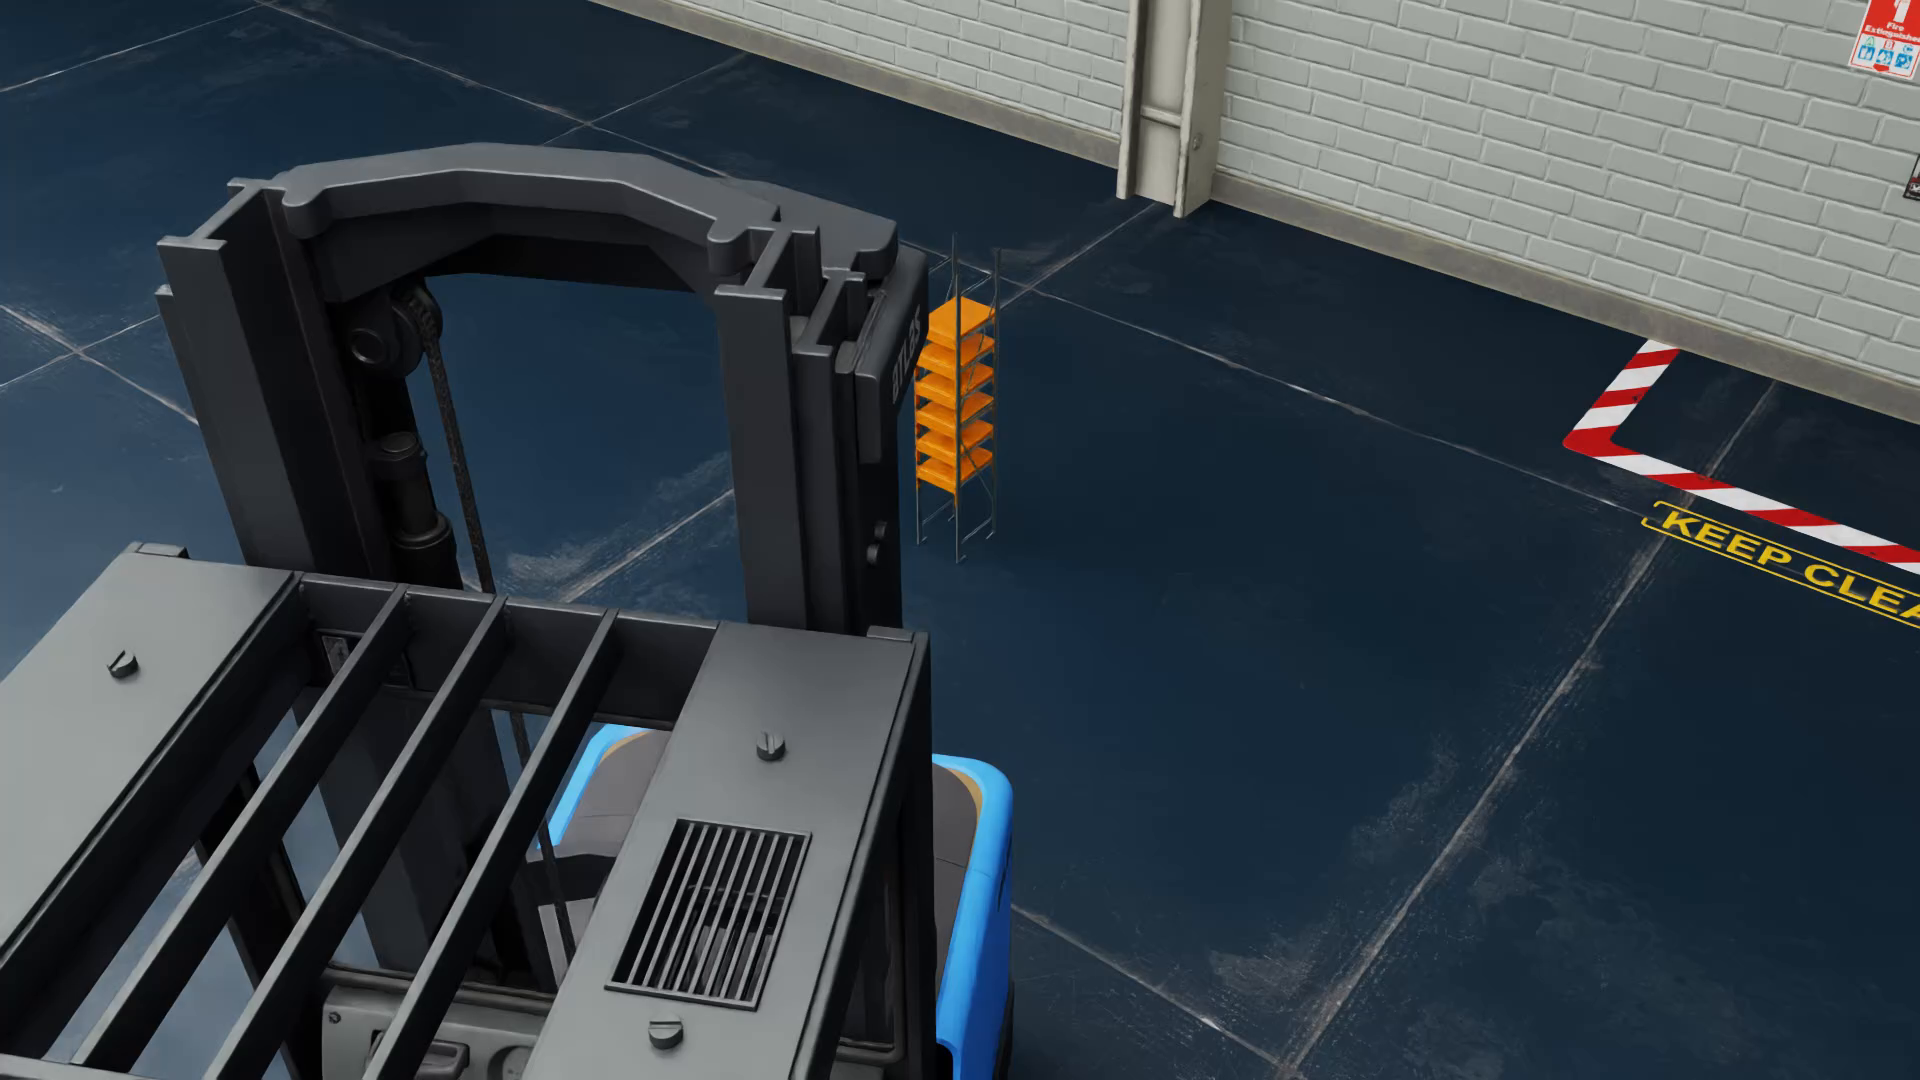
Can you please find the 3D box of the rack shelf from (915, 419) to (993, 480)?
[{"bbox_3d":[-0.012,-0.348,5.988,0.180,0.103,0.258,25,45,29],"label":"rack shelf"}]

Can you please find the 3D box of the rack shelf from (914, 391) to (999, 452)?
[{"bbox_3d":[-0.012,-0.443,5.914,0.180,0.103,0.258,25,45,29],"label":"rack shelf"}]

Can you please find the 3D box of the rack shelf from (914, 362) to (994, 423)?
[{"bbox_3d":[-0.012,-0.537,5.840,0.180,0.103,0.258,25,45,29],"label":"rack shelf"}]

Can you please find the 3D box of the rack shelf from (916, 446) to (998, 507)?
[{"bbox_3d":[-0.012,-0.254,6.062,0.180,0.103,0.258,25,45,29],"label":"rack shelf"}]

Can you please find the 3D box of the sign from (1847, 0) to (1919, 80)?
[{"bbox_3d":[3.494,-1.904,6.220,0.234,0.329,0.001,25,45,29],"label":"sign"}]

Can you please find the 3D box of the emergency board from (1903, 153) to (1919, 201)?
[{"bbox_3d":[3.875,-1.645,5.917,0.626,1.169,0.157,25,45,29],"label":"emergency board"}]

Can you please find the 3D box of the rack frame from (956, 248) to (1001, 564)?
[{"bbox_3d":[0.061,-0.444,5.843,0.006,1.200,0.240,25,45,29],"label":"rack frame"}]

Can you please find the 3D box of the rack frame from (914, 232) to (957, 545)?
[{"bbox_3d":[-0.084,-0.512,5.931,0.006,1.200,0.240,25,45,29],"label":"rack frame"}]

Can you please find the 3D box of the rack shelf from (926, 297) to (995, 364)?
[{"bbox_3d":[-0.012,-0.726,5.693,0.180,0.103,0.258,25,45,29],"label":"rack shelf"}]

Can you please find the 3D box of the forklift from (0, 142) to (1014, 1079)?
[{"bbox_3d":[-0.622,1.051,2.530,1.130,2.935,3.031,6,38,8],"label":"forklift"}]

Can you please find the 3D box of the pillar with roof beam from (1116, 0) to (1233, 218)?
[{"bbox_3d":[-1.571,-3.189,3.024,0.400,9.000,9.100,25,45,29],"label":"pillar with roof beam"}]

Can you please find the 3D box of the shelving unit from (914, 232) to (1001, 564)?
[{"bbox_3d":[-0.012,-0.478,5.887,0.189,1.200,0.258,25,45,29],"label":"shelving unit"}]

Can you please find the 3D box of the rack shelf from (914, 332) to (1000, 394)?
[{"bbox_3d":[-0.012,-0.632,5.766,0.180,0.103,0.258,25,45,29],"label":"rack shelf"}]
